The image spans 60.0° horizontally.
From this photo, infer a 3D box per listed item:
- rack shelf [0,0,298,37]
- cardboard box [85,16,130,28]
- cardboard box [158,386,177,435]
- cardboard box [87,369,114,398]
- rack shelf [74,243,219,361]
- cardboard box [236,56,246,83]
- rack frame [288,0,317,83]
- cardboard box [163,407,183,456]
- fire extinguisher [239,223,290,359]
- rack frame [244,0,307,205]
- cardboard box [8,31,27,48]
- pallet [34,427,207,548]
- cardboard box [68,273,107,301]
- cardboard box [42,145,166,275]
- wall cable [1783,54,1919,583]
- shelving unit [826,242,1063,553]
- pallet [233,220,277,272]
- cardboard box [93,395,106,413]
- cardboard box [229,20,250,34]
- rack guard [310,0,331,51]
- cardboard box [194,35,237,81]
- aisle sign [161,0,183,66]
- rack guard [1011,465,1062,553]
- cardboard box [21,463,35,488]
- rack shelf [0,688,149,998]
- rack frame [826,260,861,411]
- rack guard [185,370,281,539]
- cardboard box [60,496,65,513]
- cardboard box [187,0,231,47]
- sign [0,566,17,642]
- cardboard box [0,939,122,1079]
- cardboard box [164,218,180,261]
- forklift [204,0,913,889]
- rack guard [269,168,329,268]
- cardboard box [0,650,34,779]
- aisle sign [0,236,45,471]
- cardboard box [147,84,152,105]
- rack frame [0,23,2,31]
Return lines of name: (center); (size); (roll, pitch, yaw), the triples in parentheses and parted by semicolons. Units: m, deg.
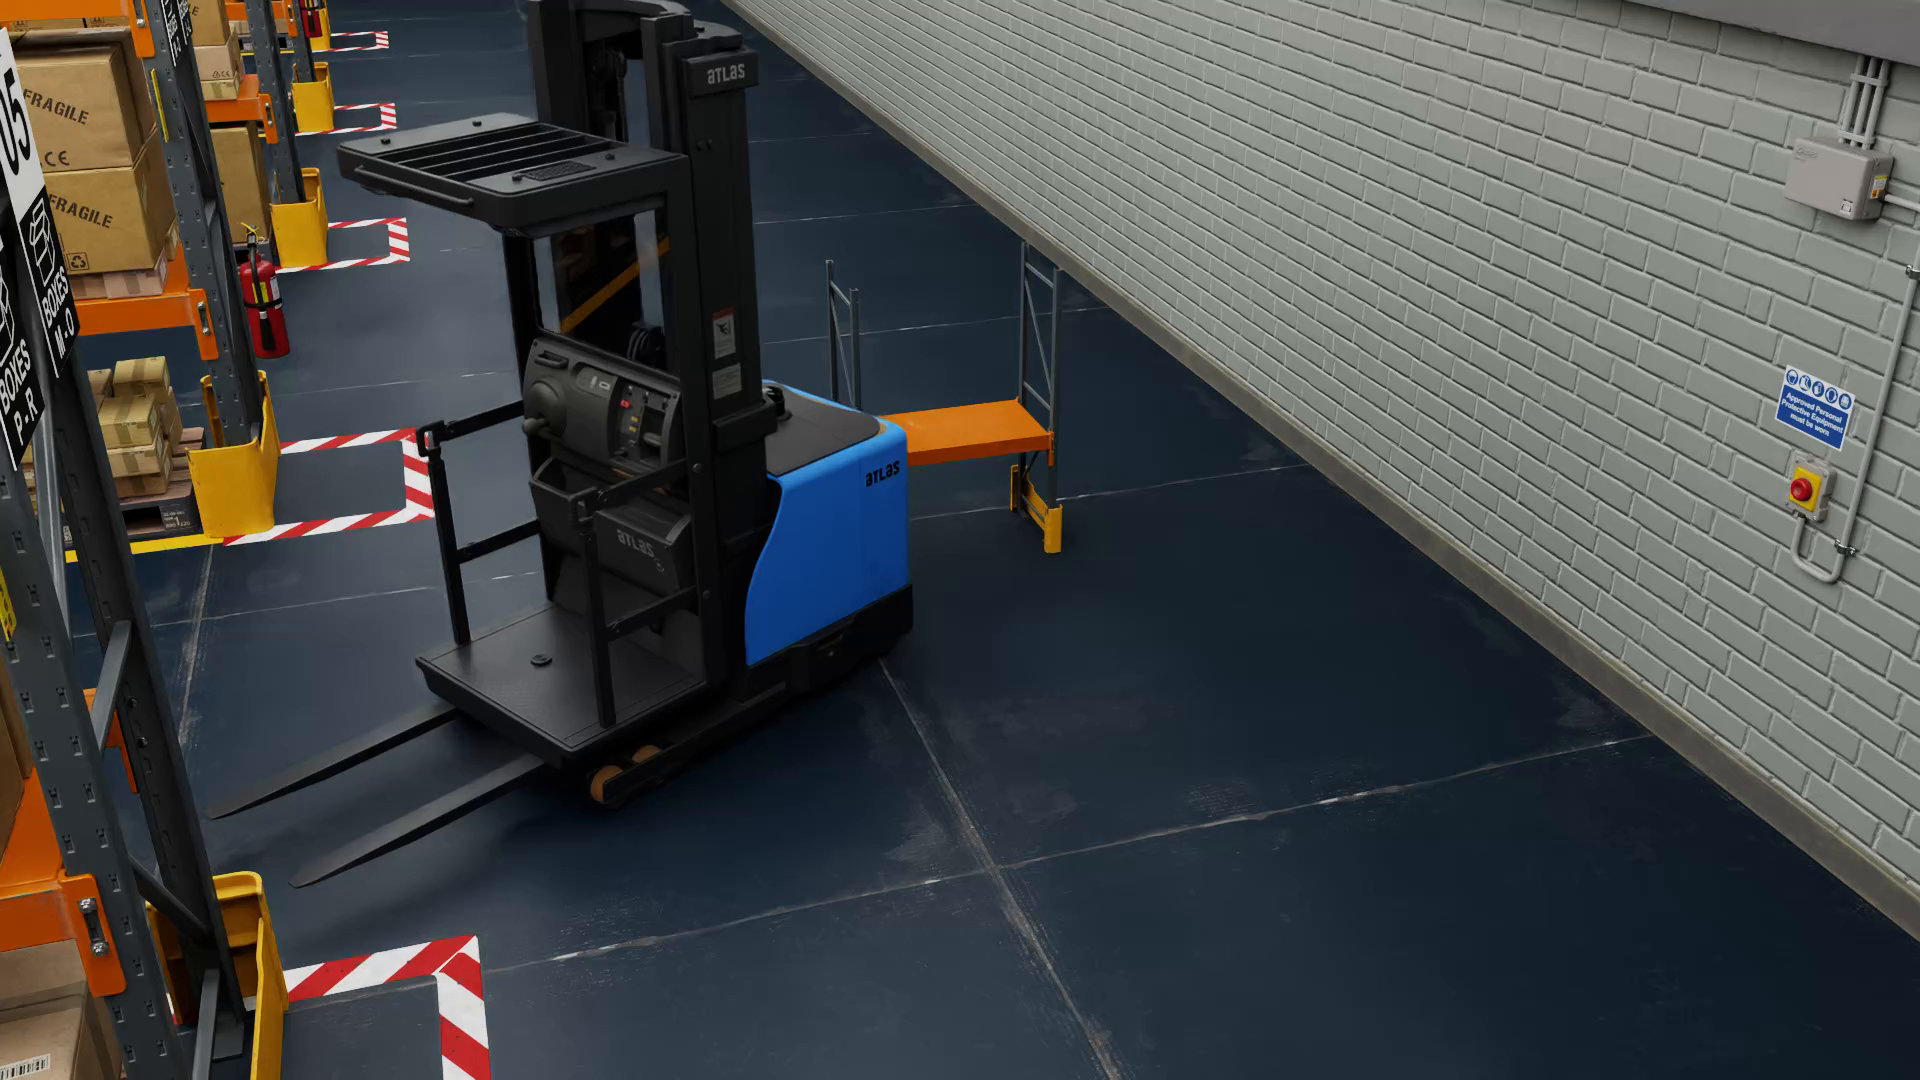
rack shelf: (-8.800, -5.232, 16.724); (4.000, 0.370, 1.077); (-8, 28, -16)
cardboard box: (-6.380, -4.116, 12.659); (0.500, 0.500, 0.500); (-9, 28, -17)
cardboard box: (-4.502, -0.705, 9.196); (0.250, 0.149, 0.380); (-7, 27, -14)
cardboard box: (-4.753, -0.784, 9.021); (0.250, 0.149, 0.380); (-8, 27, -15)
rack shelf: (-5.826, -1.026, 8.253); (4.000, 0.370, 1.077); (-8, 28, -16)
cardboard box: (-5.804, -3.713, 13.139); (0.250, 0.149, 0.380); (-8, 27, -16)
rack frame: (-6.898, -5.829, 17.118); (0.127, 3.000, 1.000); (-8, 28, -16)
cardboard box: (-4.522, -0.598, 9.316); (0.250, 0.149, 0.380); (-8, 27, -15)
fire extinguisher: (-3.542, -1.262, 8.425); (0.183, 0.674, 0.296); (-8, 28, -16)
rack frame: (-5.364, -3.735, 12.900); (0.127, 3.000, 1.000); (-8, 28, -16)
cardboard box: (-4.911, -2.228, 8.293); (0.500, 0.500, 0.500); (-7, 27, -15)
pallet: (-4.780, -0.268, 9.052); (1.213, 0.211, 1.003); (-8, 28, -16)
cardboard box: (-4.395, -1.329, 8.336); (0.250, 0.149, 0.380); (-8, 28, -16)
cardboard box: (-4.272, -1.631, 8.216); (0.500, 0.500, 0.500); (-8, 27, -15)
wall cable: (3.059, -0.800, 5.811); (0.123, 1.953, 0.585); (-8, 28, -16)
shelving unit: (-0.073, -0.661, 8.395); (1.083, 1.500, 0.587); (-8, 28, -16)
pallet: (-6.100, -2.343, 13.232); (1.213, 0.211, 1.003); (-8, 28, -16)
cardboard box: (-4.606, -0.611, 8.673); (0.250, 0.149, 0.380); (-8, 27, -15)
cardboard box: (-9.282, -6.655, 21.474); (0.250, 0.166, 0.380); (-8, 28, -16)
rack guard: (-8.501, -6.794, 21.873); (0.348, 0.500, 1.175); (-8, 28, -16)
cardboard box: (-5.743, -3.622, 12.507); (0.500, 0.250, 0.500); (-9, 28, -17)
aisle sign: (-3.762, -2.672, 7.835); (0.004, 0.787, 0.394); (-8, 28, -16)
rack guard: (0.401, -0.170, 8.811); (0.087, 0.250, 0.587); (-8, 28, -16)
cardboard box: (-4.831, -0.403, 8.587); (0.250, 0.149, 0.380); (-9, 28, -18)
rack shelf: (-4.197, 1.053, 4.065); (4.000, 0.370, 1.077); (-8, 28, -16)
rack frame: (-0.564, -0.590, 8.252); (0.032, 1.500, 0.500); (-8, 28, -16)
rack guard: (-3.997, -0.494, 9.183); (0.348, 0.500, 1.175); (-8, 28, -16)
cardboard box: (-4.573, -0.296, 8.707); (0.250, 0.149, 0.380); (-7, 27, -15)
cardboard box: (-5.746, -3.959, 12.342); (0.500, 0.500, 0.500); (-8, 27, -15)
sign: (-2.141, 0.062, 3.684); (0.005, 0.325, 0.100); (-8, 28, -16)
cardboard box: (-2.892, 1.548, 4.668); (0.875, 0.438, 0.875); (-9, 28, -18)
cardboard box: (-4.334, -1.605, 8.893); (0.250, 0.149, 0.380); (-8, 28, -17)
forklift: (-1.569, -0.502, 6.465); (1.130, 2.935, 3.031); (21, 33, 36)
rack guard: (-5.341, -2.619, 13.463); (0.348, 0.500, 1.175); (-8, 28, -16)
cardboard box: (-2.841, 0.355, 4.549); (0.500, 0.500, 0.500); (-8, 28, -17)
aisle sign: (-2.131, -0.588, 3.638); (0.004, 0.787, 0.394); (-8, 28, -16)
cardboard box: (-6.088, -3.364, 12.434); (0.250, 0.149, 0.380); (-8, 28, -16)
rack frame: (-2.295, -2.232, 3.126); (0.127, 3.000, 1.000); (-8, 28, -16)
